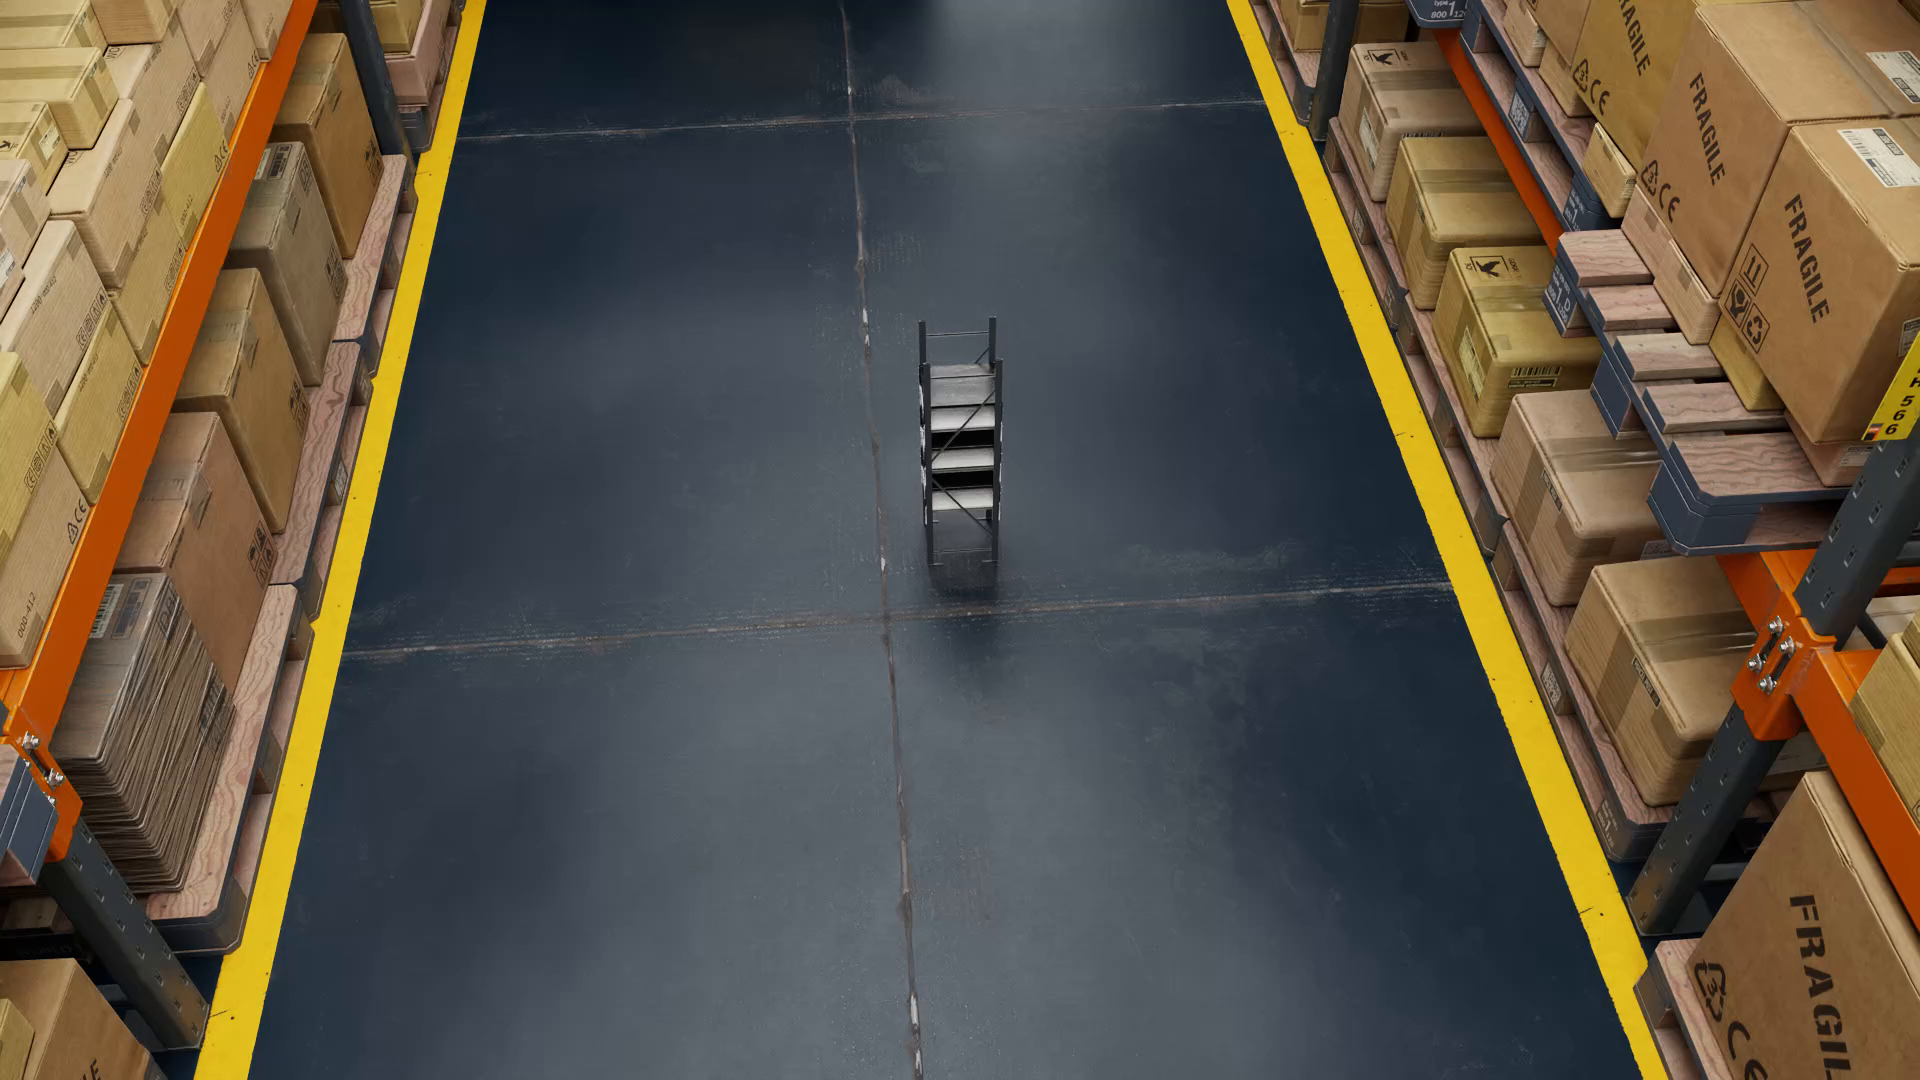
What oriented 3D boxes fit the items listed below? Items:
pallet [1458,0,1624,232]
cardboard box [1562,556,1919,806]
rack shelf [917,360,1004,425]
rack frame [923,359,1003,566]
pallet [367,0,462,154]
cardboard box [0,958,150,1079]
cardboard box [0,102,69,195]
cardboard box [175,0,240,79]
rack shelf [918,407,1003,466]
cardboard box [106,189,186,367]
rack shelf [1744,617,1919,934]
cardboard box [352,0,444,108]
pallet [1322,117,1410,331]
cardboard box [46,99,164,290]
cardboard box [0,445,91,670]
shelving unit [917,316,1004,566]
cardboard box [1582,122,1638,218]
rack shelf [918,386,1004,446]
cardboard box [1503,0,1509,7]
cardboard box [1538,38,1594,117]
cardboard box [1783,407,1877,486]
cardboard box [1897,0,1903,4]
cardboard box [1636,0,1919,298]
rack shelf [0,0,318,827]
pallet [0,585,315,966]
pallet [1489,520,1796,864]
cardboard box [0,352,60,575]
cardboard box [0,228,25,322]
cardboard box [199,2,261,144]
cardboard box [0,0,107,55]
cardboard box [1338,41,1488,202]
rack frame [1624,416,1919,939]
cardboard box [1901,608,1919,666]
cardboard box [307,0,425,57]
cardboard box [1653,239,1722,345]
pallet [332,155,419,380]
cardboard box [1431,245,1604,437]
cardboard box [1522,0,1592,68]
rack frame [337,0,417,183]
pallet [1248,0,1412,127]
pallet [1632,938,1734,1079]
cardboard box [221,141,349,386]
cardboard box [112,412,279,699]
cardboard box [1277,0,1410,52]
[{"bbox_3d":[2.202,-1.348,5.093,1.003,0.211,1.213,-3,47,-3],"label":"pallet"},{"bbox_3d":[2.371,0.366,4.858,0.950,0.372,0.625,-6,47,-6],"label":"cardboard box"},{"bbox_3d":[0.001,-0.466,5.246,0.258,0.077,0.200,-3,47,-3],"label":"rack shelf"},{"bbox_3d":[0.009,-0.230,5.348,0.240,0.900,0.006,-3,47,-3],"label":"rack frame"},{"bbox_3d":[-2.897,-2.193,7.681,1.003,0.211,1.213,-3,47,-3],"label":"pallet"},{"bbox_3d":[-2.288,1.328,3.858,0.500,0.500,0.500,-2,47,-2],"label":"cardboard box"},{"bbox_3d":[-2.427,-0.931,4.050,0.380,0.149,0.250,-3,47,-3],"label":"cardboard box"},{"bbox_3d":[-2.489,-1.612,4.970,0.500,0.250,0.500,-3,47,-3],"label":"cardboard box"},{"bbox_3d":[0.001,-0.343,5.377,0.258,0.077,0.200,-3,47,-3],"label":"rack shelf"},{"bbox_3d":[-2.418,-0.700,4.451,0.500,0.250,0.500,-5,47,-5],"label":"cardboard box"},{"bbox_3d":[2.576,1.710,2.560,1.077,0.370,4.000,-3,47,-3],"label":"rack shelf"},{"bbox_3d":[-2.583,-2.143,7.318,0.500,0.250,0.500,-3,47,-3],"label":"cardboard box"},{"bbox_3d":[2.140,-1.356,6.889,1.003,0.211,1.213,-3,47,-3],"label":"pallet"},{"bbox_3d":[-2.398,-0.878,4.274,0.500,0.250,0.500,-5,47,-4],"label":"cardboard box"},{"bbox_3d":[-2.331,0.036,3.753,0.500,0.250,0.500,-3,47,-3],"label":"cardboard box"},{"bbox_3d":[0.001,-0.304,5.418,0.258,0.900,0.210,-3,47,-3],"label":"shelving unit"},{"bbox_3d":[1.936,-1.015,4.529,0.380,0.149,0.250,-3,47,-3],"label":"cardboard box"},{"bbox_3d":[0.001,-0.404,5.311,0.258,0.077,0.200,-3,47,-3],"label":"rack shelf"},{"bbox_3d":[1.916,-1.768,5.242,0.380,0.149,0.250,-3,47,-3],"label":"cardboard box"},{"bbox_3d":[1.938,-1.381,4.876,0.380,0.149,0.250,-5,47,-5],"label":"cardboard box"},{"bbox_3d":[2.147,-0.265,3.819,0.380,0.149,0.250,-2,47,-2],"label":"cardboard box"},{"bbox_3d":[2.500,-1.365,4.414,0.500,0.500,0.500,-3,47,-3],"label":"cardboard box"},{"bbox_3d":[2.039,-0.950,4.021,0.500,0.500,0.500,-4,47,-4],"label":"cardboard box"},{"bbox_3d":[-2.705,-0.879,5.012,1.077,0.370,4.000,-3,47,-3],"label":"rack shelf"},{"bbox_3d":[-2.567,0.681,4.959,1.003,0.211,1.213,-3,47,-3],"label":"pallet"},{"bbox_3d":[2.345,0.409,5.217,1.003,0.211,1.213,-3,47,-3],"label":"pallet"},{"bbox_3d":[-2.306,-0.137,3.573,0.500,0.250,0.500,-4,47,-3],"label":"cardboard box"},{"bbox_3d":[-2.341,-0.563,3.702,0.380,0.149,0.250,-2,47,-2],"label":"cardboard box"},{"bbox_3d":[-2.511,-1.449,5.159,0.500,0.250,0.500,-3,47,-3],"label":"cardboard box"},{"bbox_3d":[-2.507,-1.301,4.401,0.380,0.149,0.250,-3,47,-3],"label":"cardboard box"},{"bbox_3d":[2.120,-1.739,6.852,0.950,0.372,0.625,-3,47,-3],"label":"cardboard box"},{"bbox_3d":[2.409,0.016,3.669,1.000,3.000,0.127,-3,47,-3],"label":"rack frame"},{"bbox_3d":[2.205,0.277,3.180,0.500,0.250,0.500,-4,47,-4],"label":"cardboard box"},{"bbox_3d":[-2.605,-2.313,7.135,0.500,0.250,0.500,-4,47,-3],"label":"cardboard box"},{"bbox_3d":[1.986,-0.634,4.168,0.380,0.149,0.250,-4,47,-4],"label":"cardboard box"},{"bbox_3d":[-2.772,-1.084,6.631,1.003,0.211,1.213,-3,47,-3],"label":"pallet"},{"bbox_3d":[2.244,-0.717,5.883,0.950,0.372,0.625,-2,47,-2],"label":"cardboard box"},{"bbox_3d":[1.951,-1.710,4.741,0.500,0.500,0.500,-5,47,-5],"label":"cardboard box"},{"bbox_3d":[-2.872,-2.574,6.121,1.000,3.000,0.127,-3,47,-3],"label":"rack frame"},{"bbox_3d":[1.982,-2.403,7.880,1.003,0.211,1.213,-3,47,-3],"label":"pallet"},{"bbox_3d":[2.399,1.550,4.137,1.003,0.211,1.213,-3,47,-3],"label":"pallet"},{"bbox_3d":[-2.760,-0.963,5.942,0.875,0.625,0.625,-4,47,-4],"label":"cardboard box"},{"bbox_3d":[-2.639,0.068,4.966,0.875,0.625,0.625,-2,47,-2],"label":"cardboard box"},{"bbox_3d":[1.756,-2.488,7.645,0.500,0.250,0.500,-2,47,-1],"label":"cardboard box"}]
